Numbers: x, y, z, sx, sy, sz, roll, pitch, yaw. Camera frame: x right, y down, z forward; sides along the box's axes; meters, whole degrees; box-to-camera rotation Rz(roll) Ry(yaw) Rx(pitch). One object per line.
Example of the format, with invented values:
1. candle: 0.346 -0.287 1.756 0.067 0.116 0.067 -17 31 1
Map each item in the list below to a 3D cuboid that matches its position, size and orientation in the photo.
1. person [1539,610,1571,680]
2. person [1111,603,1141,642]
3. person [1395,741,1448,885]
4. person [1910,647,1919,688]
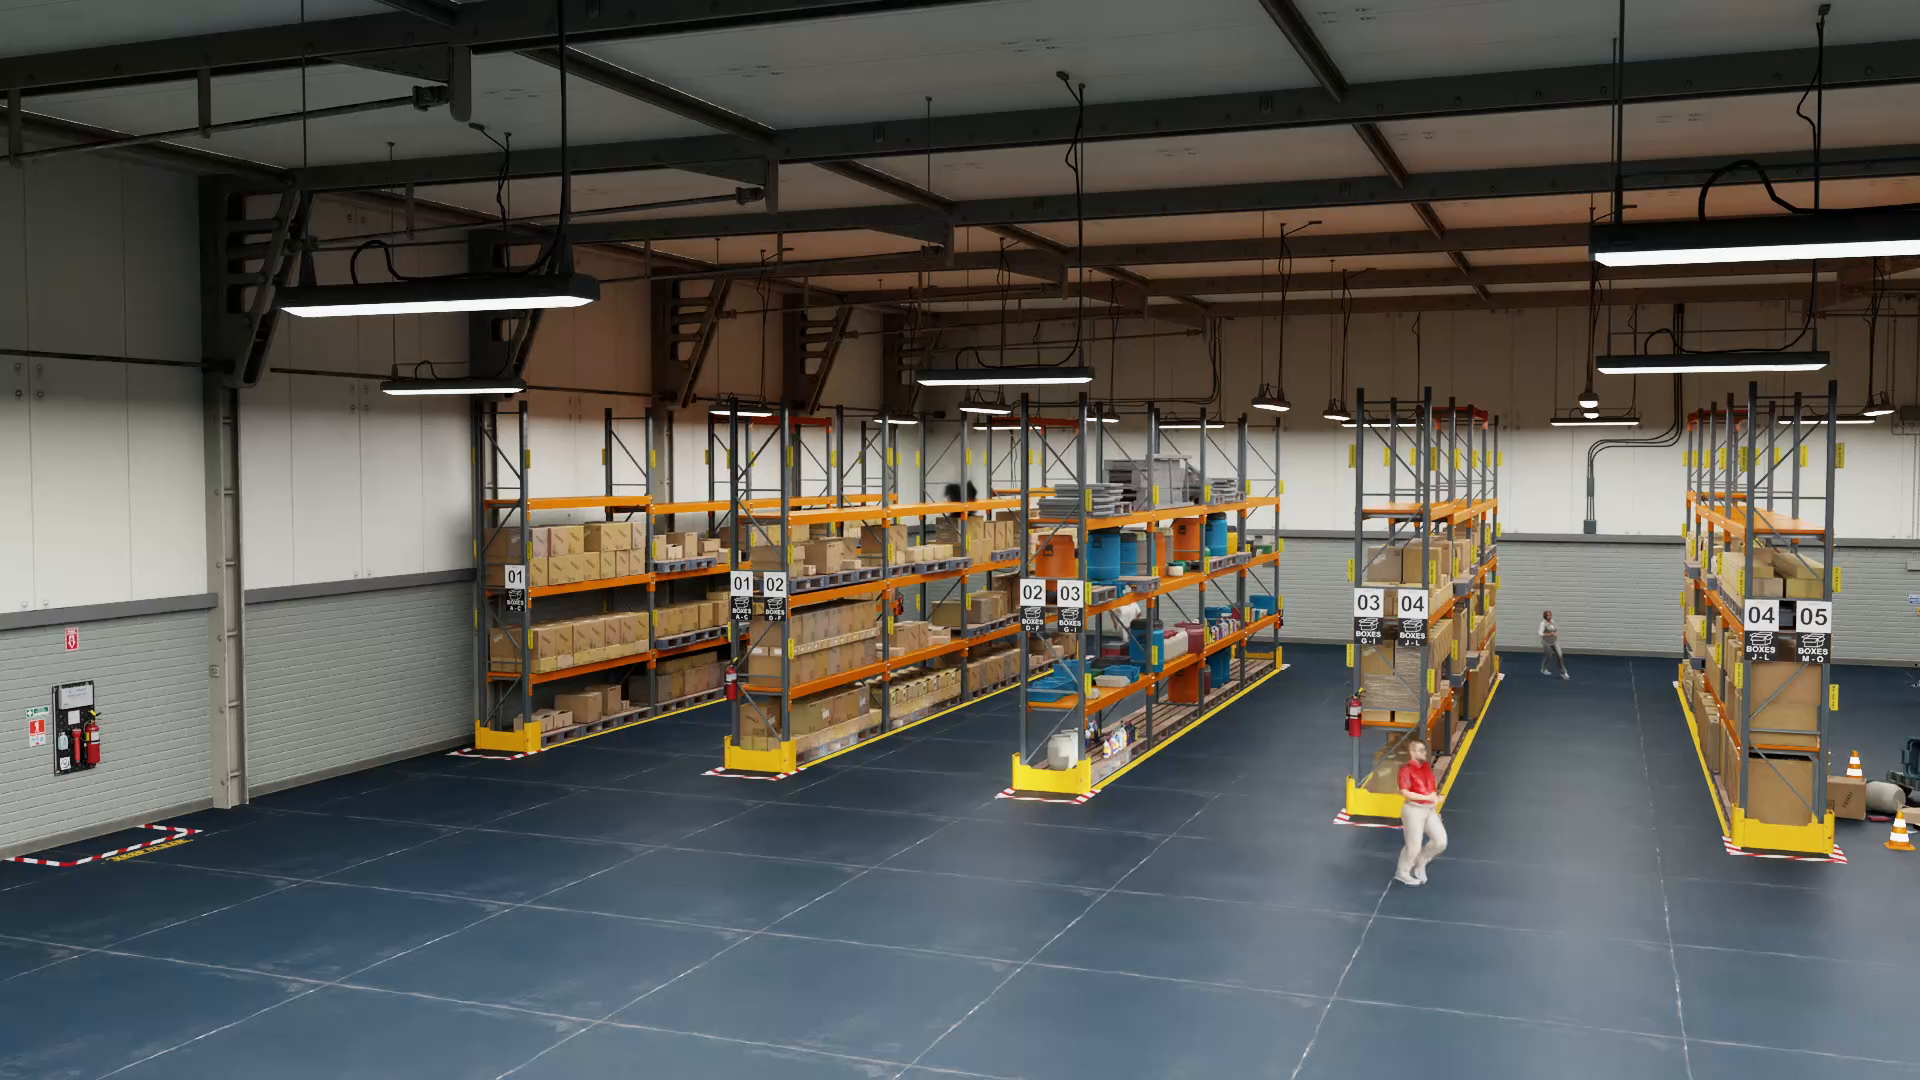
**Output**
1. person: 13.411 2.369 37.852 0.639 1.571 0.812 -1 3 -18
2. person: 4.105 2.141 40.820 0.730 1.759 0.921 -1 3 -13
3. person: 5.396 3.199 19.414 0.646 1.697 0.655 -2 3 -36
4. person: 21.064 2.425 36.010 0.865 1.644 0.659 2 3 35
